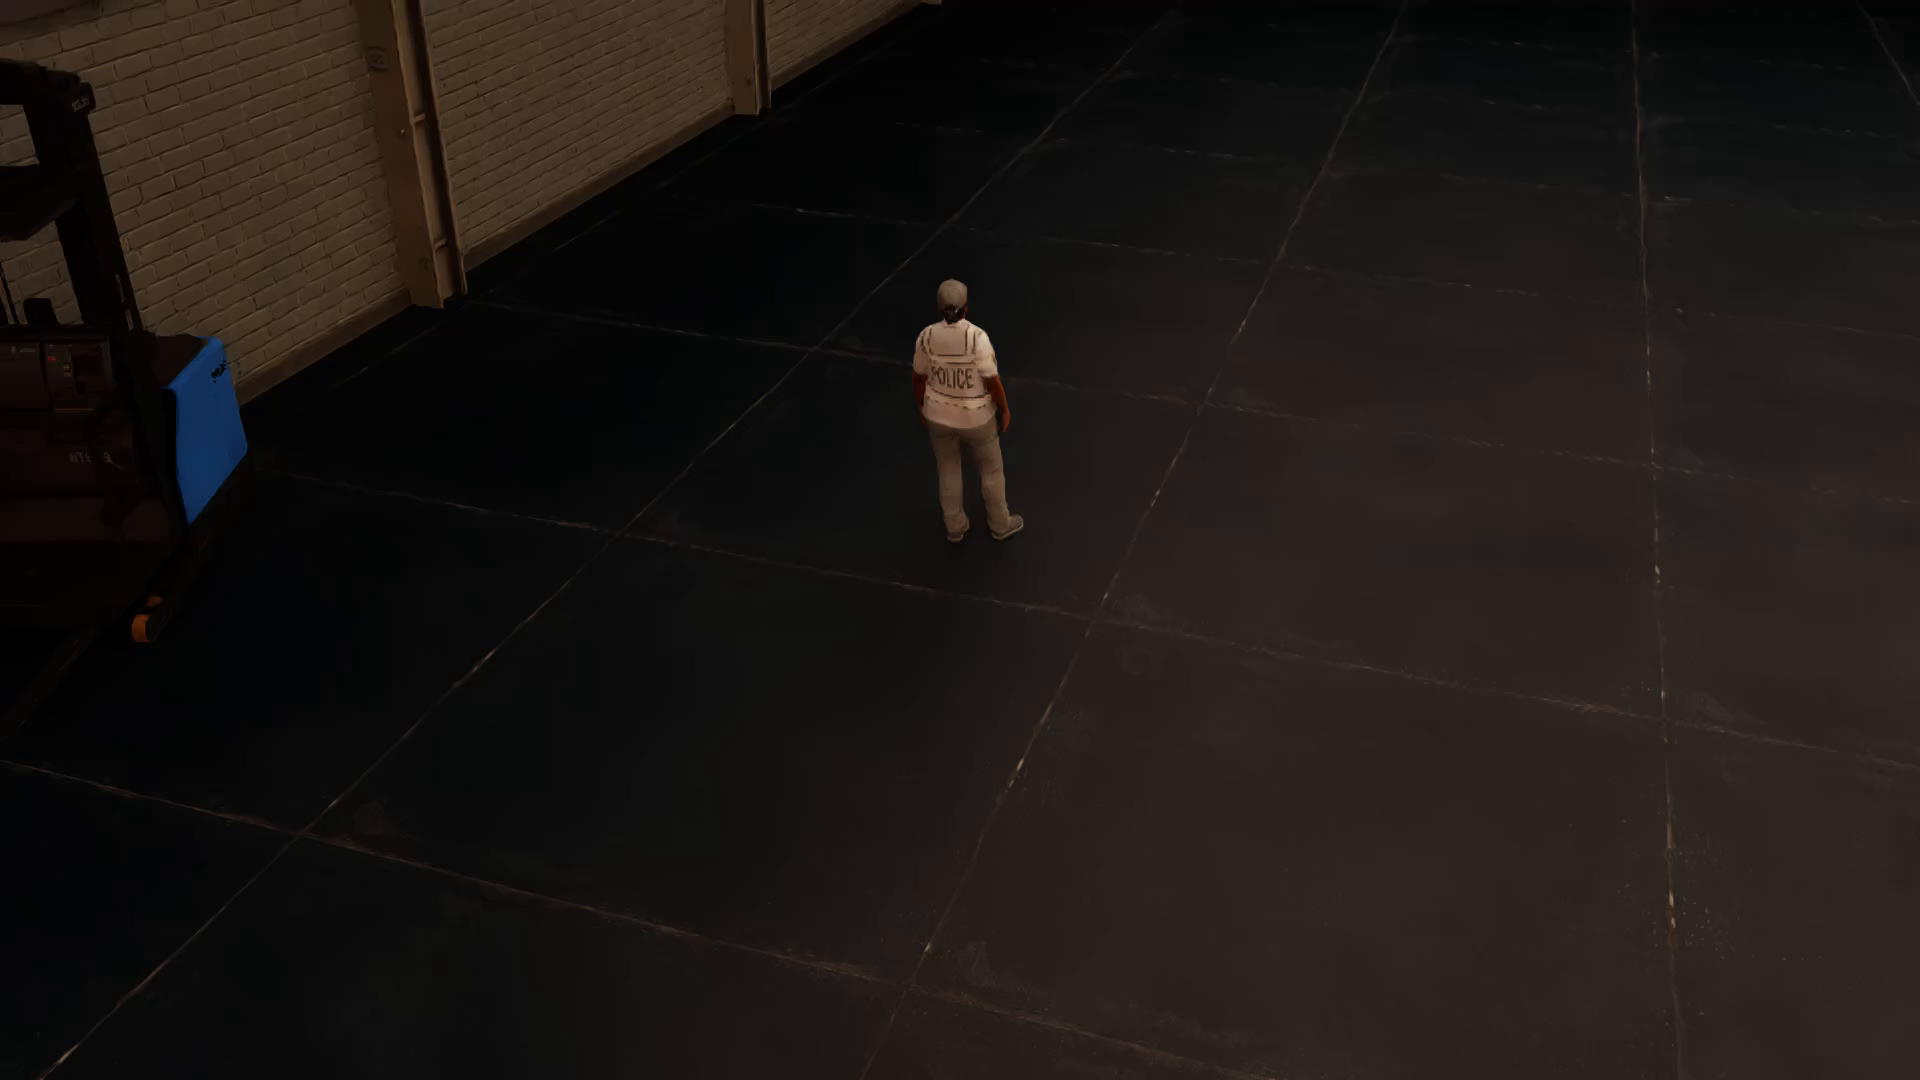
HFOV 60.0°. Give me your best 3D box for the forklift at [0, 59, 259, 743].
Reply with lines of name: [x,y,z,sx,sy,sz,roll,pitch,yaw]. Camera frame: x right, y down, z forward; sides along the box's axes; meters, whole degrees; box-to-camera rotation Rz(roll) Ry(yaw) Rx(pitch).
forklift: [-4.955,-0.855,8.636,1.130,2.935,3.031,-1,30,-1]

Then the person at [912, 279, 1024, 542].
person: [0.046,-0.762,9.736,0.598,1.669,0.529,10,31,16]
